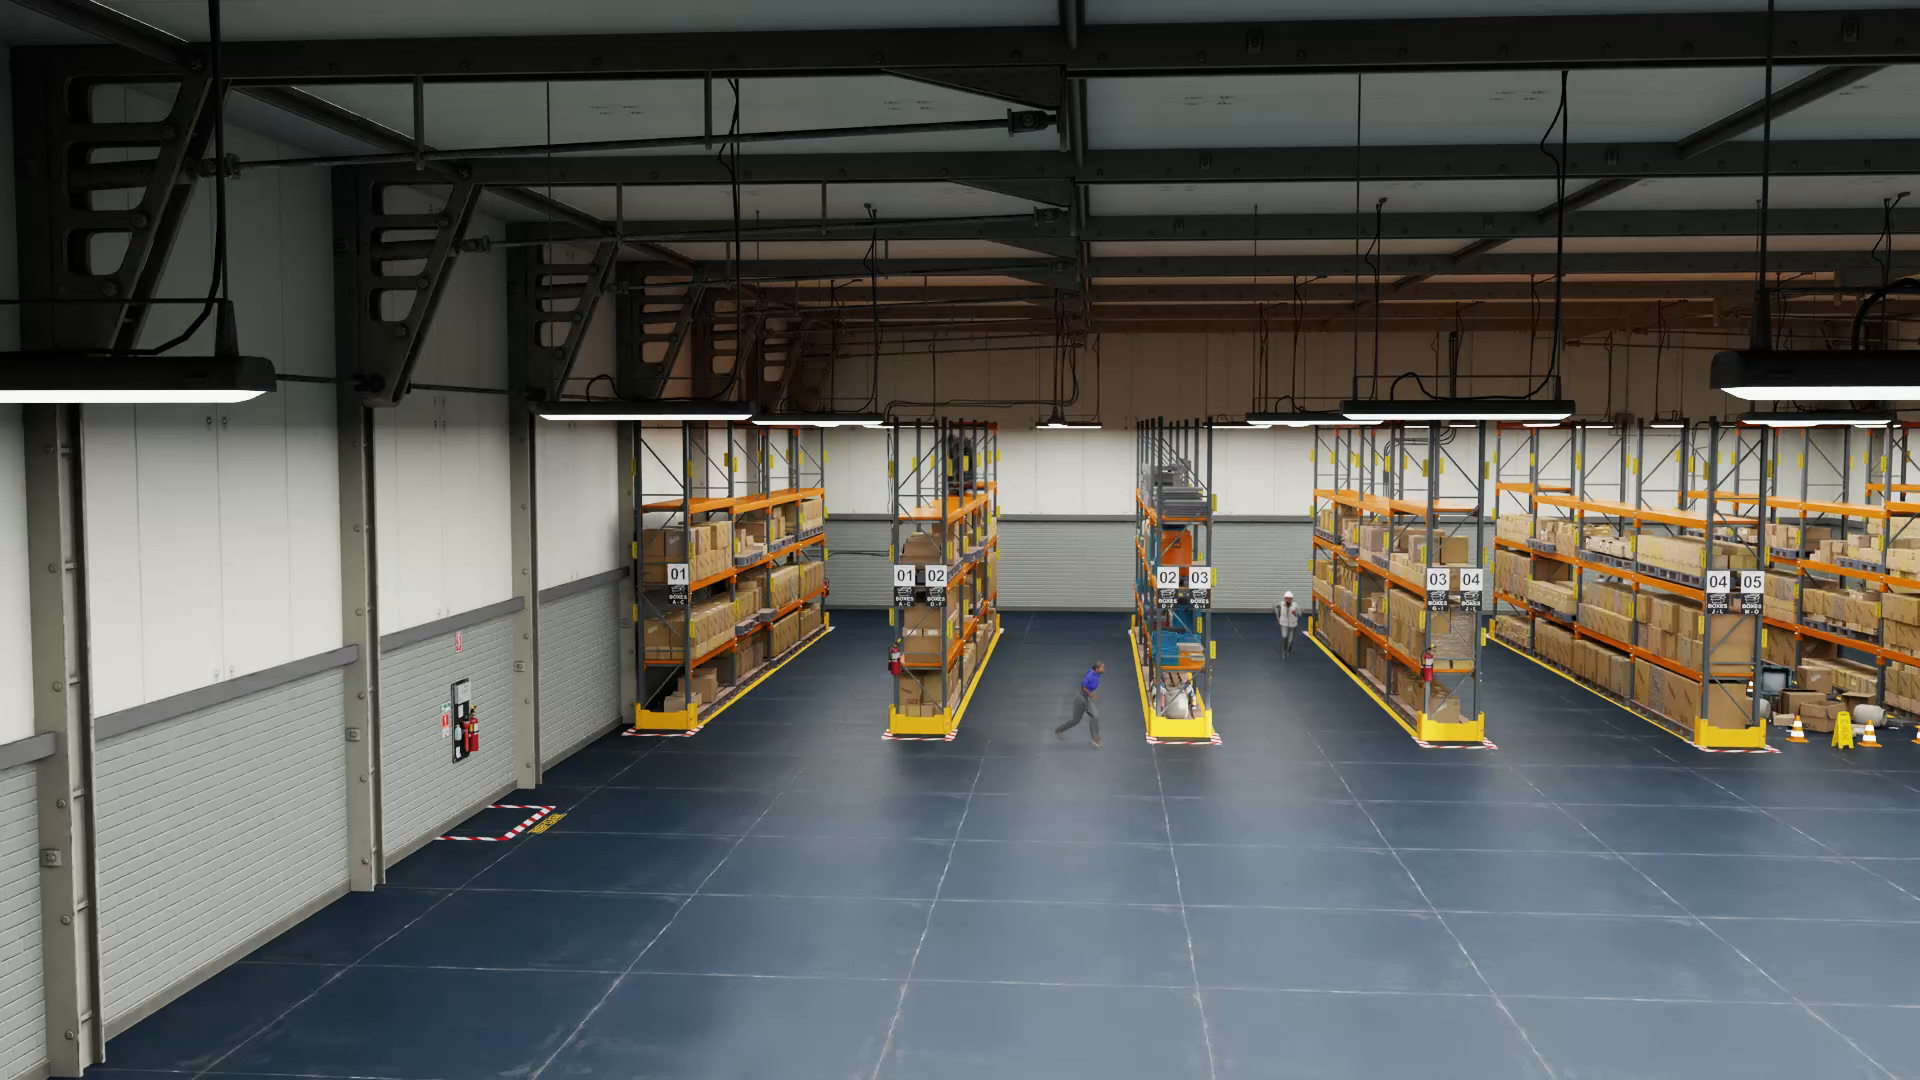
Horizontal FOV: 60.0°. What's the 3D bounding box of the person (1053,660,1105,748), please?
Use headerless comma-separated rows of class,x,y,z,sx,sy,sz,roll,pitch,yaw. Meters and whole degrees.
person,2.175,2.978,30.309,0.976,1.616,0.611,1,4,16

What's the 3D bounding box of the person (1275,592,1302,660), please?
person,8.195,2.136,41.575,0.636,1.724,0.913,0,4,7

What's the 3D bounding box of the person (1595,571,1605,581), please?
person,18.540,1.731,48.302,0.747,1.748,0.578,-1,4,-17

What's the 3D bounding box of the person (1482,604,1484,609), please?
person,13.411,2.047,43.569,0.581,1.760,0.757,1,4,10
